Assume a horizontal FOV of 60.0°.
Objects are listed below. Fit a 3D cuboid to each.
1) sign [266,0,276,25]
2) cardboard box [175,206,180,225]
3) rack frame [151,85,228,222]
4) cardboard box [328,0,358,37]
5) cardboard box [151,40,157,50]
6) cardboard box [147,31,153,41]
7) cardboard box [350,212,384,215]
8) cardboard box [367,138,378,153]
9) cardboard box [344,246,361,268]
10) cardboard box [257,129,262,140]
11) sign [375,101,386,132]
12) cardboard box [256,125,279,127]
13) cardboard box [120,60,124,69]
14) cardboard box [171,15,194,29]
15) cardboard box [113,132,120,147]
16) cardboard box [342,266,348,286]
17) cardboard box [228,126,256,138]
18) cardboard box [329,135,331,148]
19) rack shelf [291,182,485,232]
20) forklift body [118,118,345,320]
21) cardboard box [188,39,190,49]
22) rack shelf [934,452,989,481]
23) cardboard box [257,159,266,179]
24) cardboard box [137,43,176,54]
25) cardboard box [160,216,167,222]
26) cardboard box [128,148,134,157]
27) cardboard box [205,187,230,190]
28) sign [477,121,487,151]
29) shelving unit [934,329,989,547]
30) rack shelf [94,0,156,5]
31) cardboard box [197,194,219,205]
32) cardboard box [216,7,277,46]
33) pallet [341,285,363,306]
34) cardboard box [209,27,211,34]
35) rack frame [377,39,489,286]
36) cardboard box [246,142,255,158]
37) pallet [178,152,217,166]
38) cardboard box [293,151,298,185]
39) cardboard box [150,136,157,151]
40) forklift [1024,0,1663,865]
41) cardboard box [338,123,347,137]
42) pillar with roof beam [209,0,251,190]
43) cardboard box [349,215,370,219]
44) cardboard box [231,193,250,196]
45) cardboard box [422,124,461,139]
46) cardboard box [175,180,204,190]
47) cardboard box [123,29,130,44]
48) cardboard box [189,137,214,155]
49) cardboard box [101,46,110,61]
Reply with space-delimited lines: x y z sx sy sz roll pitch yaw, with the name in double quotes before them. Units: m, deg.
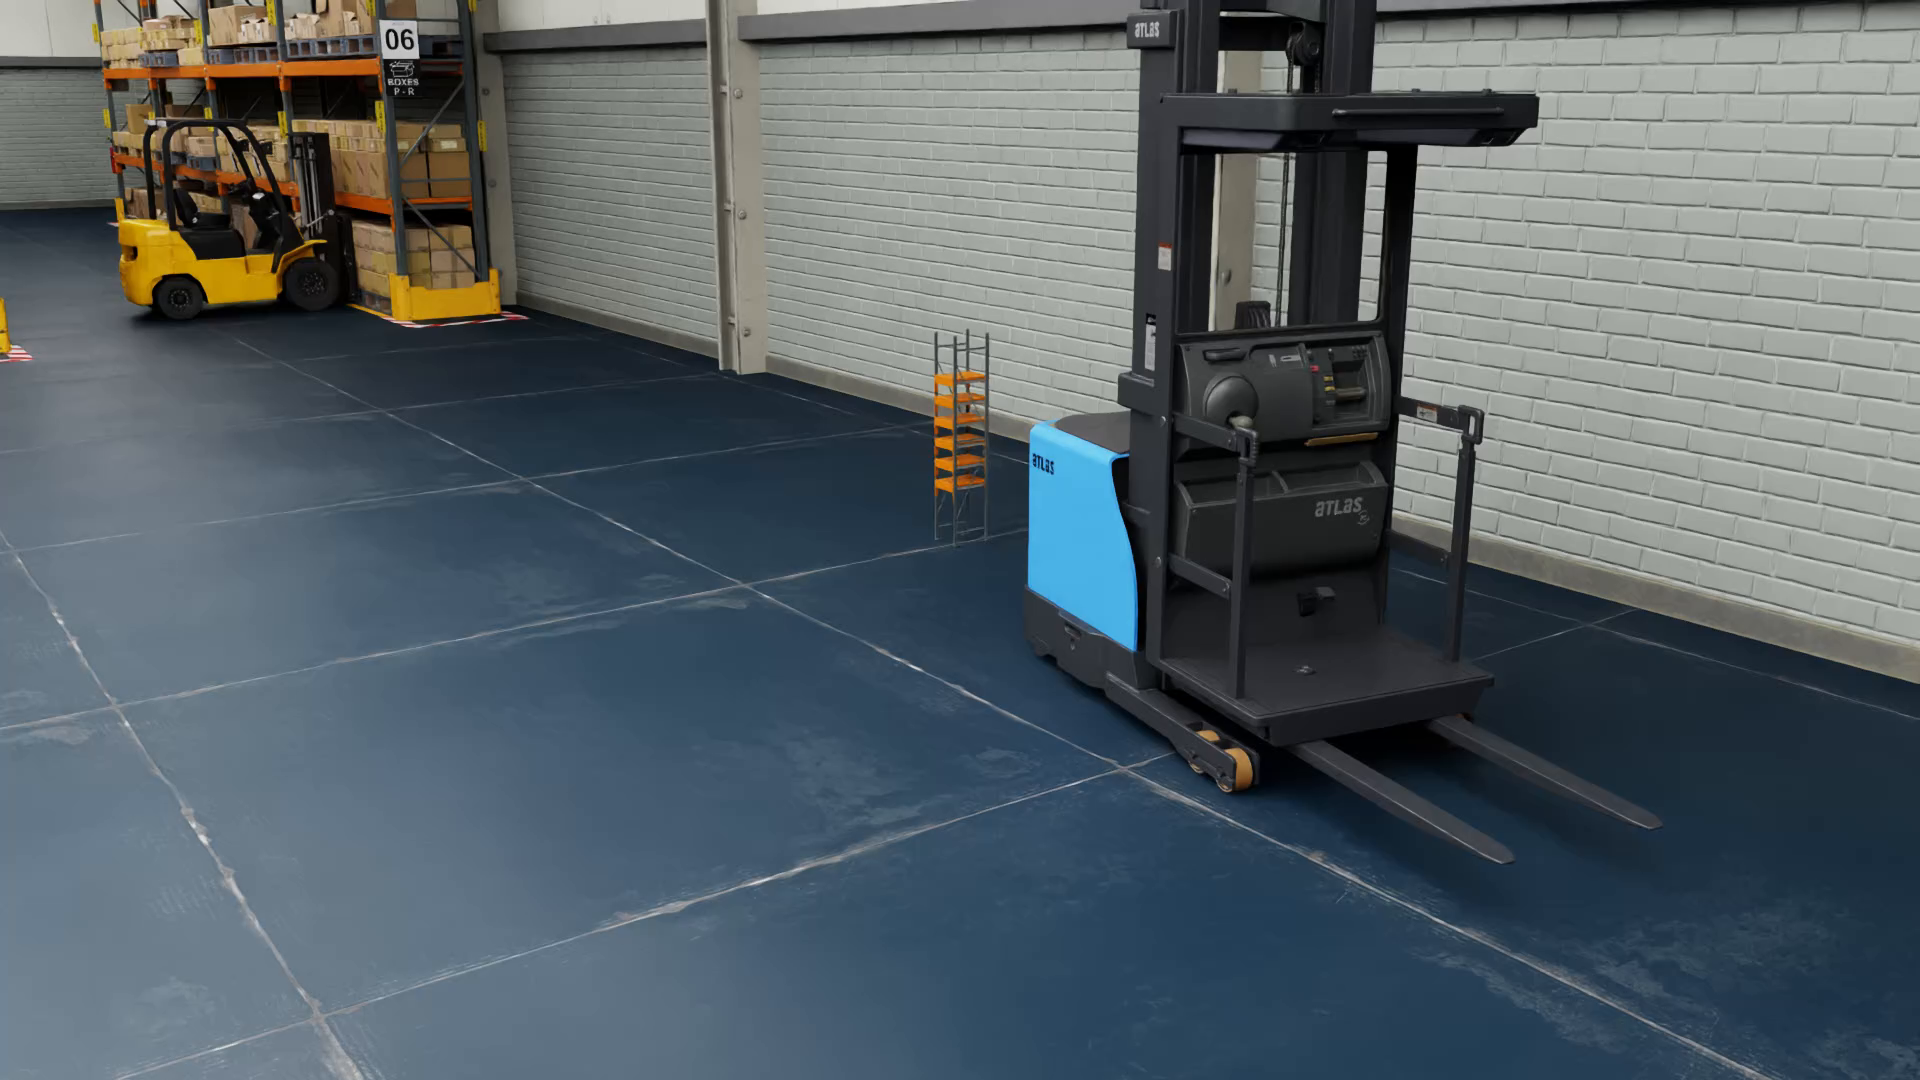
"sign" -8.617 -6.616 20.808 0.100 0.325 0.005 -11 19 -35
"cardboard box" -12.785 -5.421 27.640 0.500 0.500 0.500 -10 18 -32
"rack frame" -12.888 -6.562 27.871 1.000 3.000 0.127 -11 19 -35
"cardboard box" -6.811 -6.037 19.094 0.700 0.500 0.500 -11 19 -34
"cardboard box" -12.602 -7.846 26.371 0.380 0.149 0.250 -11 19 -34
"cardboard box" -12.737 -8.044 26.529 0.380 0.149 0.250 -11 19 -36
"cardboard box" -7.428 -4.032 21.144 0.500 0.250 0.500 -11 19 -35
"cardboard box" -6.437 -4.442 18.704 0.380 0.149 0.250 -11 18 -34
"cardboard box" -6.978 -3.389 19.741 0.500 0.250 0.500 -11 19 -36
"cardboard box" -9.340 -5.522 22.651 0.380 0.149 0.250 -11 19 -34
"sign" -6.279 -4.591 18.027 0.100 0.325 0.005 -11 19 -35
"cardboard box" -10.181 -6.031 24.512 0.380 0.149 0.250 -10 18 -33
"cardboard box" -14.417 -8.296 28.997 0.380 0.149 0.250 -11 19 -34
"cardboard box" -12.652 -8.427 27.145 0.396 0.266 0.258 -11 19 -35
"cardboard box" -15.191 -7.349 30.465 0.500 0.250 0.500 -11 19 -34
"cardboard box" -7.259 -3.251 20.185 0.500 0.250 0.500 -10 18 -33
"cardboard box" -10.257 -5.848 23.842 0.380 0.149 0.250 -10 18 -33
"cardboard box" -7.480 -4.828 20.118 0.380 0.149 0.250 -12 19 -36
"rack shelf" -7.008 -4.080 20.164 1.077 0.370 4.000 -11 19 -35
"forklift body" -8.423 -3.712 19.065 2.313 2.155 1.214 -11 19 -35
"cardboard box" -11.497 -7.539 25.286 0.380 0.149 0.250 -11 19 -34
"rack shelf" 0.009 -0.417 9.450 0.258 0.103 0.180 -11 19 -35
"cardboard box" -9.259 -5.066 22.688 0.500 0.250 0.500 -11 19 -34
"cardboard box" -13.374 -8.144 27.690 0.500 0.250 0.500 -11 19 -34
"cardboard box" -13.453 -5.463 28.460 0.380 0.149 0.250 -12 19 -36
"cardboard box" -14.551 -6.900 29.579 0.380 0.149 0.250 -12 19 -36
"cardboard box" -12.438 -5.838 27.936 0.380 0.149 0.250 -12 19 -37
"sign" -5.379 -4.541 18.694 0.100 0.325 0.005 -11 19 -35
"shelving unit" 0.009 -0.576 9.406 0.258 1.200 0.189 -11 19 -35
"rack shelf" -14.064 -9.534 28.735 1.077 0.370 4.000 -11 19 -35
"cardboard box" -11.788 -5.372 26.231 0.380 0.149 0.250 -12 19 -37
"cardboard box" -9.929 -7.169 23.232 0.700 0.500 0.500 -11 19 -36
"pallet" -7.029 -3.072 20.401 1.003 0.211 1.213 -11 19 -35
"cardboard box" -10.977 -7.446 24.382 0.380 0.149 0.250 -10 18 -33
"rack frame" -5.832 -4.000 18.508 1.000 3.000 0.127 -11 19 -35
"cardboard box" -9.565 -5.418 23.025 0.500 0.250 0.500 -11 19 -34
"pallet" -11.683 -6.030 26.290 1.003 0.211 1.213 -11 19 -35
"cardboard box" -8.134 -4.767 21.122 0.500 0.500 0.500 -12 19 -36
"cardboard box" -13.384 -6.704 28.110 0.500 0.250 0.500 -10 18 -33
"forklift" 1.355 -0.607 6.241 1.130 2.935 3.031 -7 17 -23
"cardboard box" -7.045 -4.805 19.469 0.380 0.149 0.250 -10 18 -33
"pillar with roof beam" -16.050 -9.076 25.692 9.100 9.000 0.400 -11 19 -35
"cardboard box" -7.559 -3.845 20.463 0.500 0.250 0.500 -10 18 -33
"cardboard box" -11.394 -5.446 26.501 0.380 0.149 0.250 -11 19 -34
"cardboard box" -5.857 -4.609 18.754 0.380 0.149 0.250 -11 19 -36
"cardboard box" -12.700 -5.850 27.414 0.380 0.149 0.250 -12 19 -37
"cardboard box" -13.976 -8.608 28.438 0.500 0.250 0.500 -10 18 -34
"cardboard box" -11.418 -6.013 25.354 0.500 0.250 0.500 -12 19 -37
"cardboard box" -15.200 -8.797 30.075 0.500 0.250 0.500 -11 19 -35
